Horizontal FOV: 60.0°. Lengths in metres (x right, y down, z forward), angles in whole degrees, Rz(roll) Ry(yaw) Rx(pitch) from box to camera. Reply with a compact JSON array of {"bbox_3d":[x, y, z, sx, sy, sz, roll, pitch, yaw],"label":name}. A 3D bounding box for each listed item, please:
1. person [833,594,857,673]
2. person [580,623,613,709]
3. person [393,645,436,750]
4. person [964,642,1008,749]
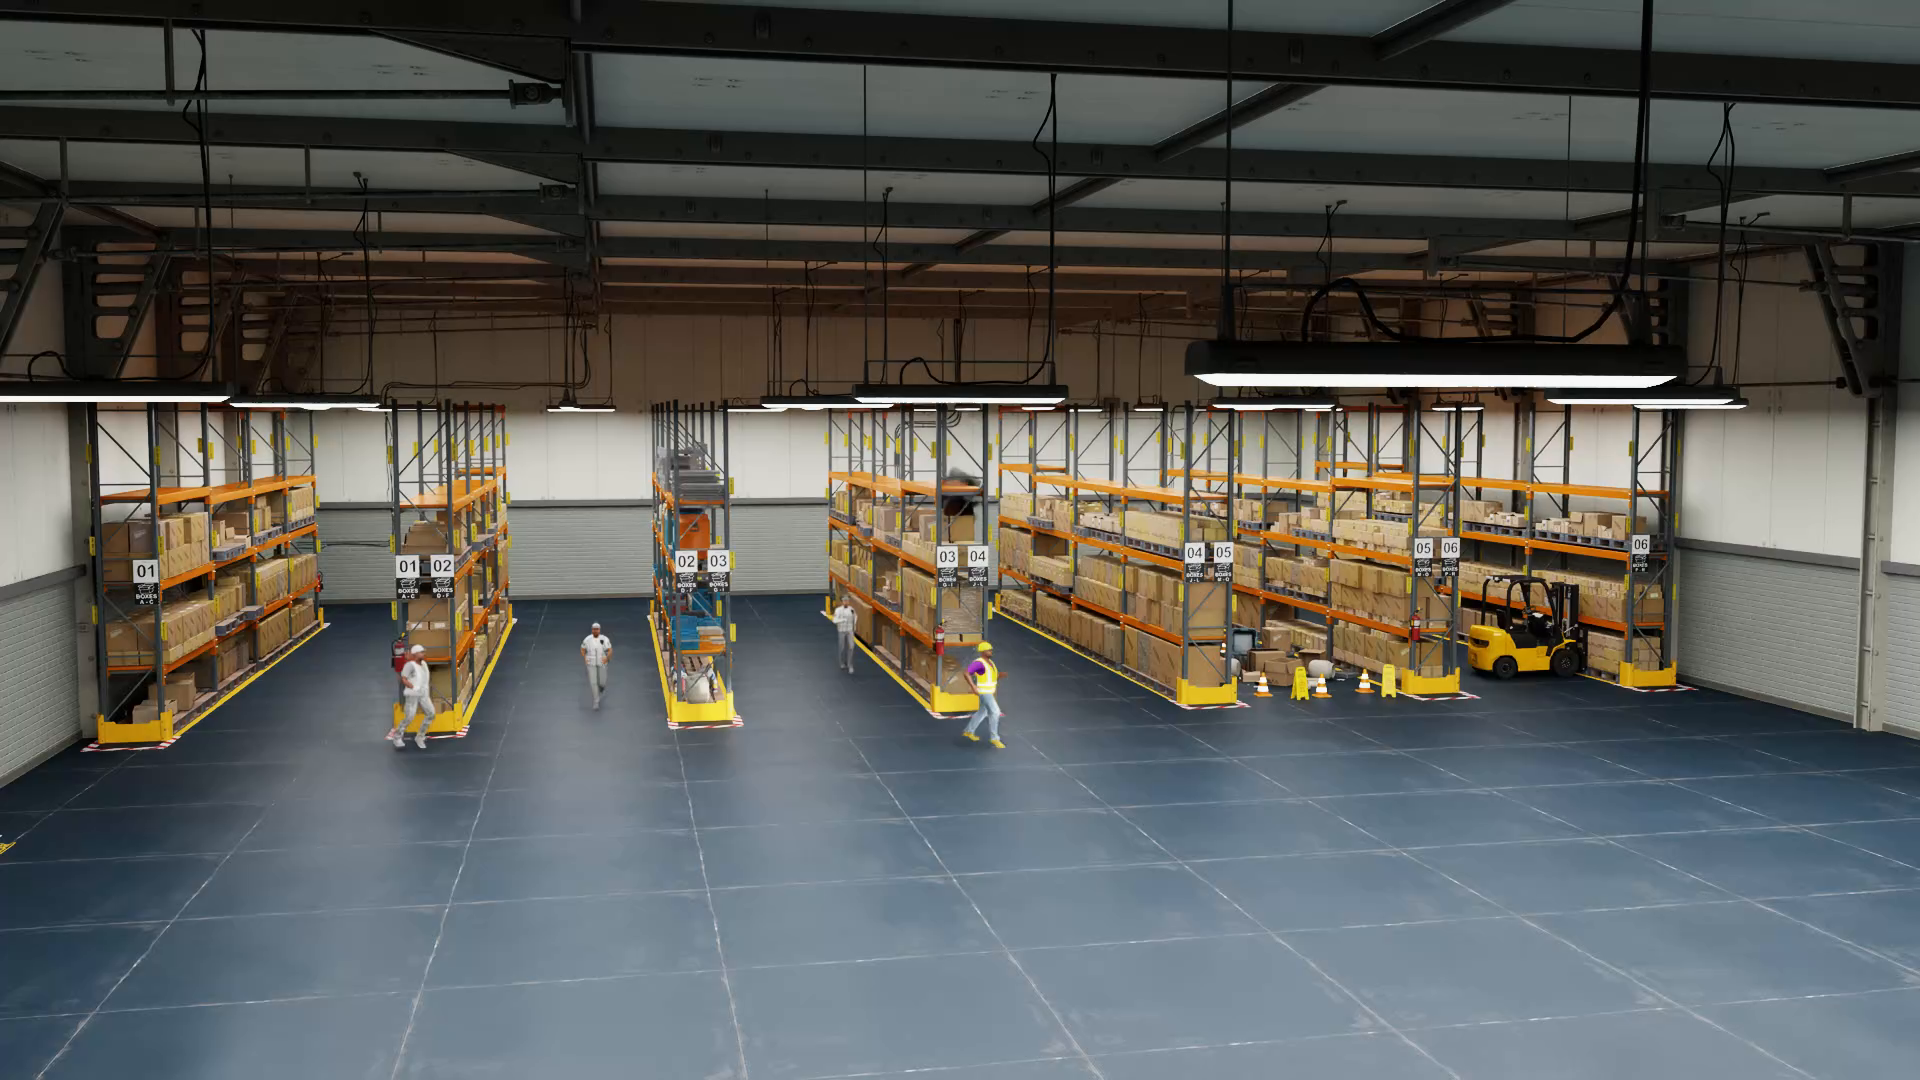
[{"bbox_3d":[-2.546,2.073,37.106,0.596,1.740,0.720,-1,4,-14],"label":"person"},{"bbox_3d":[-7.142,2.448,32.699,0.618,1.648,0.742,-1,4,-13],"label":"person"},{"bbox_3d":[-9.350,2.698,28.636,0.668,1.786,0.743,2,5,22],"label":"person"},{"bbox_3d":[0.431,2.668,28.703,0.817,1.821,0.677,1,5,17],"label":"person"}]
